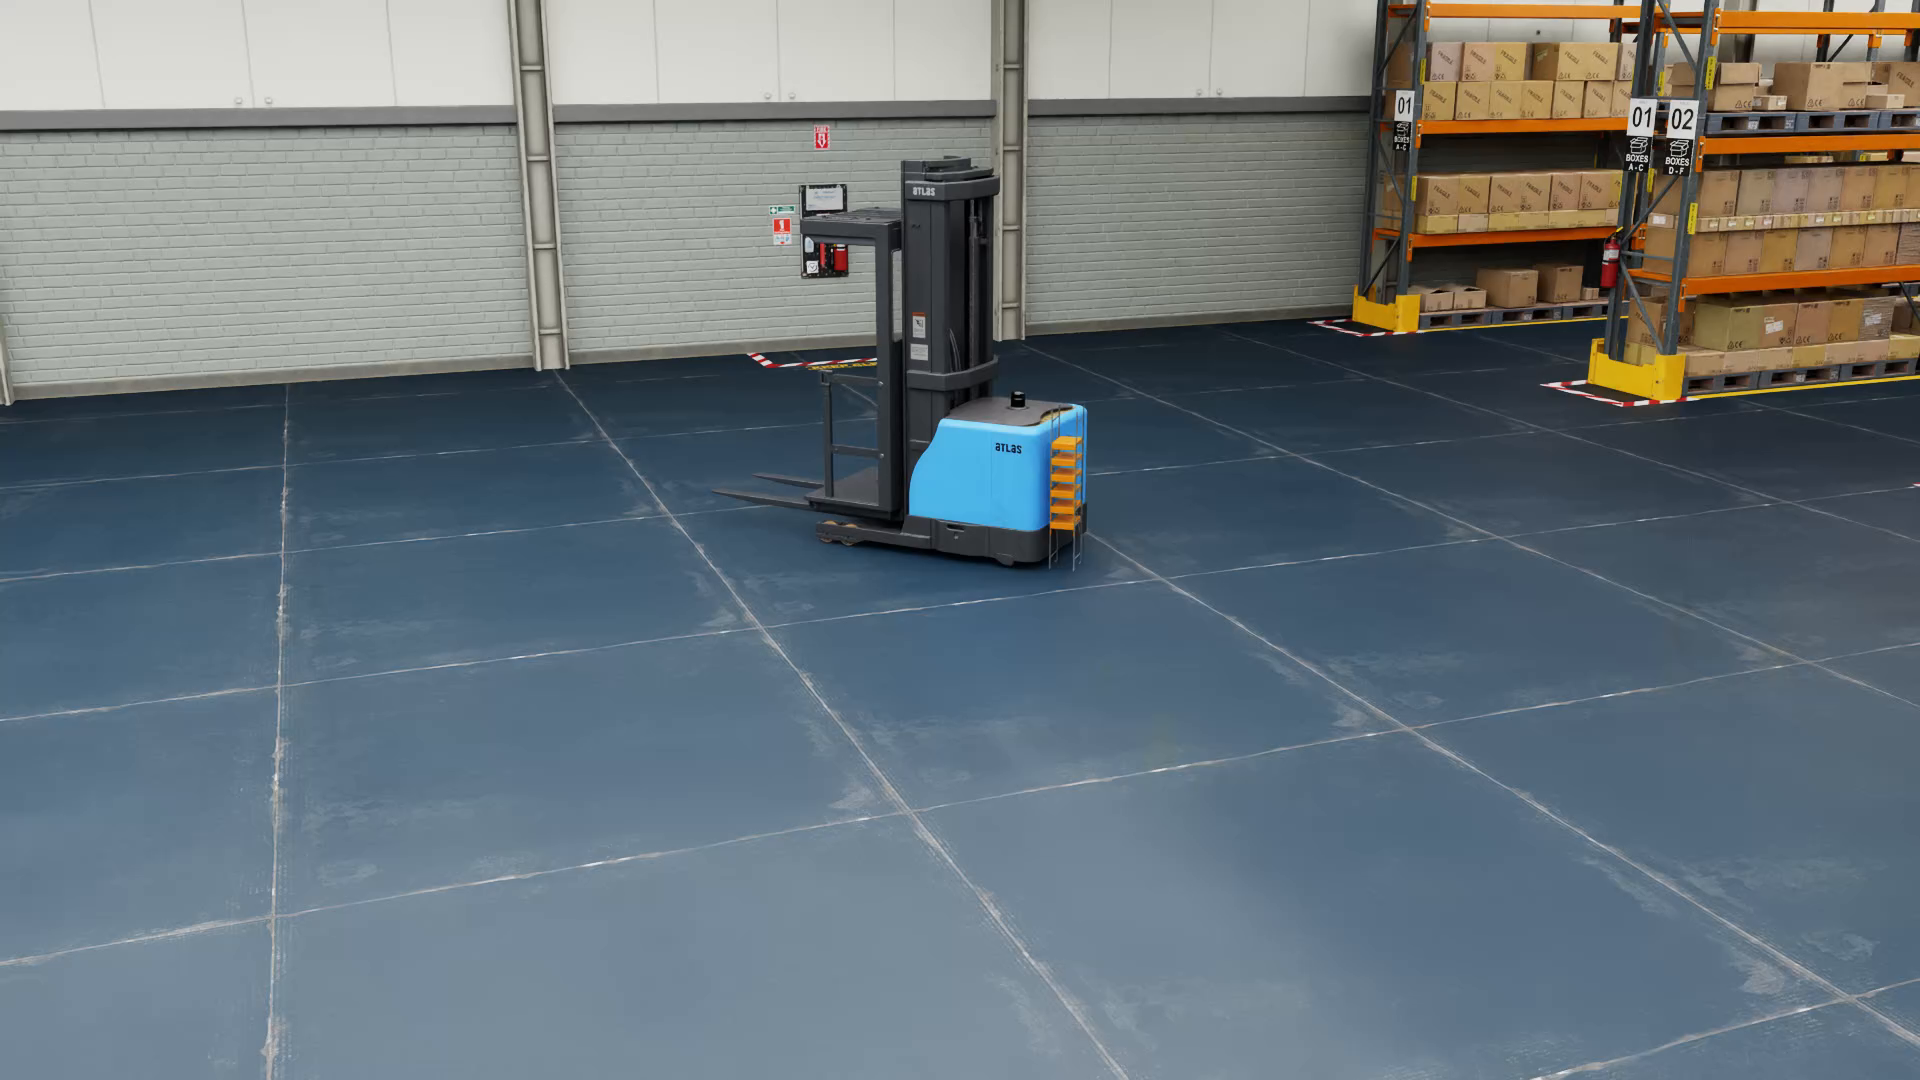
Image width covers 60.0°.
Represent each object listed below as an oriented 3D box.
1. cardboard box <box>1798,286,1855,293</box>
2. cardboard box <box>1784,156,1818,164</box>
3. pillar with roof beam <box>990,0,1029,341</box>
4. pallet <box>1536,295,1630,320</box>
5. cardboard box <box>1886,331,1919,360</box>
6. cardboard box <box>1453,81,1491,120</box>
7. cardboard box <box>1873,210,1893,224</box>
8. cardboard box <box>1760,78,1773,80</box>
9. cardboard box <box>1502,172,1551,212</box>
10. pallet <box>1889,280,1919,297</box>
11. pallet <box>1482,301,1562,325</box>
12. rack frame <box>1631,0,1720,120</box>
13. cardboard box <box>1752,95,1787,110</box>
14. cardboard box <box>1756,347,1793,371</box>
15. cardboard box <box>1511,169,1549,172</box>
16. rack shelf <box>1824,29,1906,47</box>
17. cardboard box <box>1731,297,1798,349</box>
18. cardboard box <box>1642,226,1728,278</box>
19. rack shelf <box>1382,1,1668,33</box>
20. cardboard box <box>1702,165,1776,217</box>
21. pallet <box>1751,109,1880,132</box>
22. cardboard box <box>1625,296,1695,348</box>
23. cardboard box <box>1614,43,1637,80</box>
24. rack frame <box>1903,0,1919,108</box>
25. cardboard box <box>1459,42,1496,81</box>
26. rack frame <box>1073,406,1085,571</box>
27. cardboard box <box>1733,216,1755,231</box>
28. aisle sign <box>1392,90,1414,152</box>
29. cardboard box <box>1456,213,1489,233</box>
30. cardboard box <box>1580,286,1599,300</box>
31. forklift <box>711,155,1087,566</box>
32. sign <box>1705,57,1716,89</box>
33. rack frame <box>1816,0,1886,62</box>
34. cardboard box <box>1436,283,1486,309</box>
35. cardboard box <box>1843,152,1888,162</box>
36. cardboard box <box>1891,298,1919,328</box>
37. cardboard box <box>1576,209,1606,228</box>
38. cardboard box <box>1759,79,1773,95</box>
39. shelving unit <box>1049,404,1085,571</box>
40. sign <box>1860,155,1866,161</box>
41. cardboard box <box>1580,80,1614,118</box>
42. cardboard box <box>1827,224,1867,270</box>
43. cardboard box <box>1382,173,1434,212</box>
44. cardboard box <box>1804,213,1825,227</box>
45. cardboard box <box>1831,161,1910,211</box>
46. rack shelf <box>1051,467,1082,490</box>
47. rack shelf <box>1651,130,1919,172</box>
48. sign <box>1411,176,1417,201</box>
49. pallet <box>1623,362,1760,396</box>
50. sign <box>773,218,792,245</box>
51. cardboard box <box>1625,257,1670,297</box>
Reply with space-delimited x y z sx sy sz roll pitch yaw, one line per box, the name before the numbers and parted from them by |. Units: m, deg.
cardboard box | 10.394 -2.772 20.017 0.500 0.500 0.500 -6 17 -20
cardboard box | 12.756 -5.744 25.225 0.250 0.149 0.380 -9 19 -29
pillar with roof beam | 2.174 -5.885 17.168 0.400 9.000 9.100 -6 17 -20
pallet | 9.013 -3.435 24.419 1.213 0.211 1.003 -6 17 -20
cardboard box | 11.049 -2.324 19.825 0.500 0.250 0.500 -6 17 -20
cardboard box | 6.808 -5.956 22.519 0.500 0.500 0.500 -5 17 -16
cardboard box | 10.506 -3.744 19.194 0.250 0.149 0.380 -6 17 -20
cardboard box | 12.119 -6.645 24.860 0.637 0.503 0.797 -4 17 -12
cardboard box | 7.873 -4.865 23.243 0.500 0.500 0.500 -6 17 -18
pallet | 15.263 -4.096 26.673 1.213 0.211 1.003 -6 17 -20
pallet | 7.872 -3.310 23.997 1.213 0.211 1.003 -6 17 -20
rack frame | 7.668 -6.022 17.633 0.127 3.000 1.000 -6 17 -20
cardboard box | 8.830 -4.803 18.258 0.250 0.149 0.380 -6 17 -20
cardboard box | 9.181 -2.123 19.137 0.500 0.250 0.500 -6 17 -20
cardboard box | 8.162 -5.055 23.887 0.500 0.500 0.500 -6 17 -19
rack shelf | 15.230 -7.796 25.661 4.000 0.370 1.077 -6 17 -20
cardboard box | 9.177 -2.485 19.042 0.500 0.500 0.500 -6 17 -20
cardboard box | 8.109 -3.235 18.613 0.500 0.500 0.700 -6 17 -20
rack shelf | 7.760 -7.180 22.858 4.000 0.370 1.077 -6 17 -20
cardboard box | 8.647 -3.917 18.634 0.500 0.500 0.700 -7 18 -22
pallet | 9.479 -4.729 18.710 1.213 0.211 1.003 -6 17 -20
cardboard box | 8.063 -2.518 19.152 0.500 0.500 0.500 -6 17 -20
cardboard box | 9.257 -6.704 23.293 0.500 0.500 0.500 -8 18 -25
rack frame | 11.404 -6.425 19.006 0.127 3.000 1.000 -6 17 -20
cardboard box | 6.825 -6.435 22.376 0.500 0.500 0.500 -6 18 -21
rack frame | 0.875 -0.377 12.253 0.006 1.200 0.240 5 17 16
cardboard box | 8.591 -3.537 18.492 0.250 0.149 0.380 -6 17 -20
aisle sign | 5.932 -5.607 22.255 0.004 0.787 0.394 -6 17 -20
cardboard box | 6.941 -4.406 23.008 0.500 0.250 0.500 -7 18 -22
cardboard box | 9.139 -3.639 24.415 0.250 0.166 0.380 -9 18 -27
forklift | -0.555 -1.486 12.958 3.031 2.935 1.130 8 18 26
sign | 7.861 -4.893 17.422 0.005 0.325 0.100 -6 17 -20
rack frame | 13.363 -8.131 24.817 0.127 3.000 1.000 -6 17 -20
cardboard box | 7.103 -3.471 23.585 0.500 0.311 0.500 -5 17 -15
cardboard box | 13.906 -5.794 25.432 0.500 0.250 0.500 -6 17 -19
cardboard box | 11.679 -2.814 20.497 0.500 0.311 0.500 -6 17 -20
cardboard box | 8.825 -4.612 23.709 0.500 0.250 0.500 -6 17 -20
cardboard box | 9.169 -5.050 18.812 0.500 0.311 0.500 -4 17 -14
shelving unit | 0.788 -0.385 12.279 0.189 1.200 0.258 5 17 16
sign | 13.566 -5.628 25.027 0.005 0.325 0.100 -6 17 -20
cardboard box | 8.768 -6.183 23.292 0.500 0.500 0.500 -8 18 -25
cardboard box | 10.031 -3.444 19.324 0.500 0.500 0.700 -6 17 -19
cardboard box | 6.256 -4.847 23.180 0.500 0.500 0.500 -6 18 -21
cardboard box | 9.547 -3.640 18.842 0.250 0.149 0.380 -6 17 -20
cardboard box | 10.520 -4.119 19.322 0.500 0.500 0.700 -6 17 -20
rack shelf | 0.788 -0.457 12.258 0.180 0.103 0.258 5 17 16
rack shelf | 9.536 -4.439 18.844 4.000 0.370 1.077 -6 17 -20
sign | 6.087 -4.719 22.307 0.005 0.325 0.100 -6 17 -20
pallet | 8.367 -1.893 19.171 1.213 0.211 1.003 -6 17 -20
sign | -2.241 -3.889 20.954 0.234 0.329 0.001 -6 17 -20
cardboard box | 10.309 -3.940 24.846 0.500 0.500 0.700 -6 17 -18
